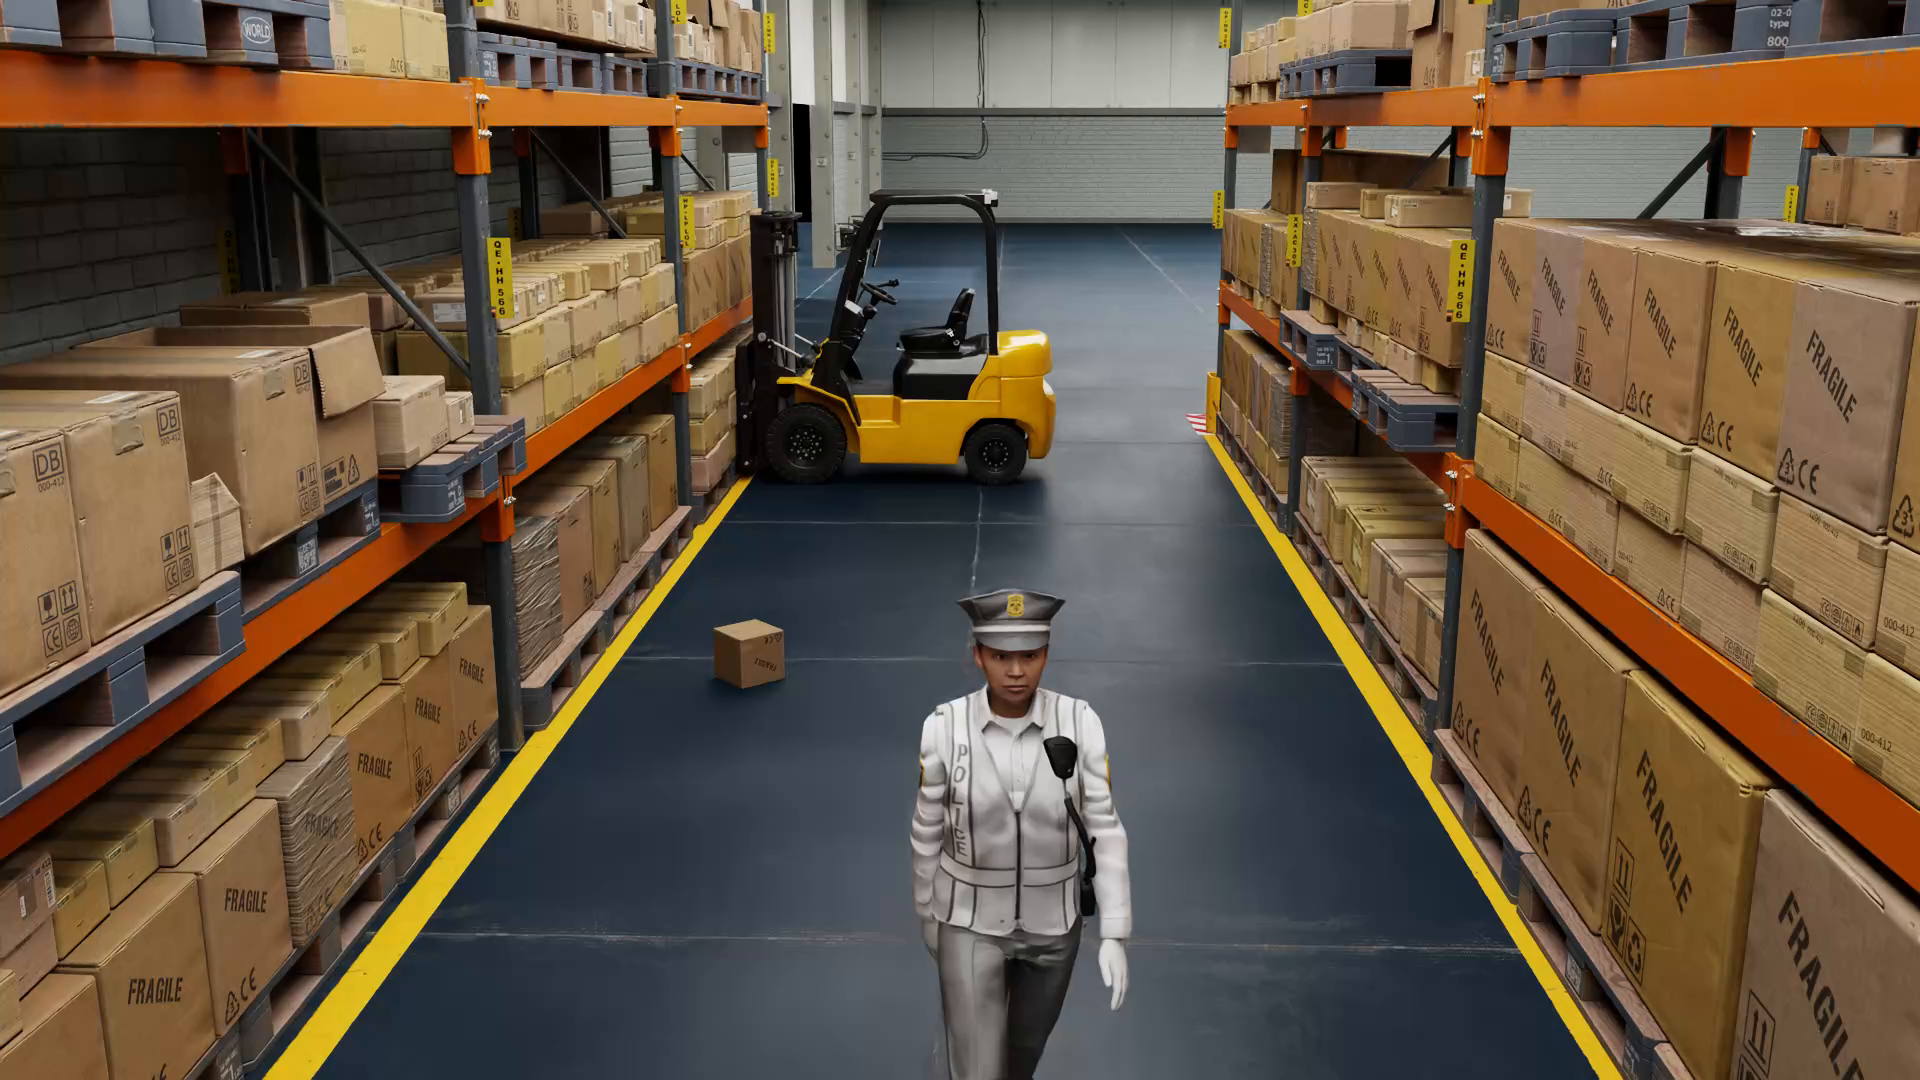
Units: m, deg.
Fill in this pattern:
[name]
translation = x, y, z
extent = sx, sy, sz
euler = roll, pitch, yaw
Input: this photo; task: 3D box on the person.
[person]
translation = 0.145, 0.887, 3.897
extent = 0.495, 1.631, 1.004
euler = -2, 14, -8
